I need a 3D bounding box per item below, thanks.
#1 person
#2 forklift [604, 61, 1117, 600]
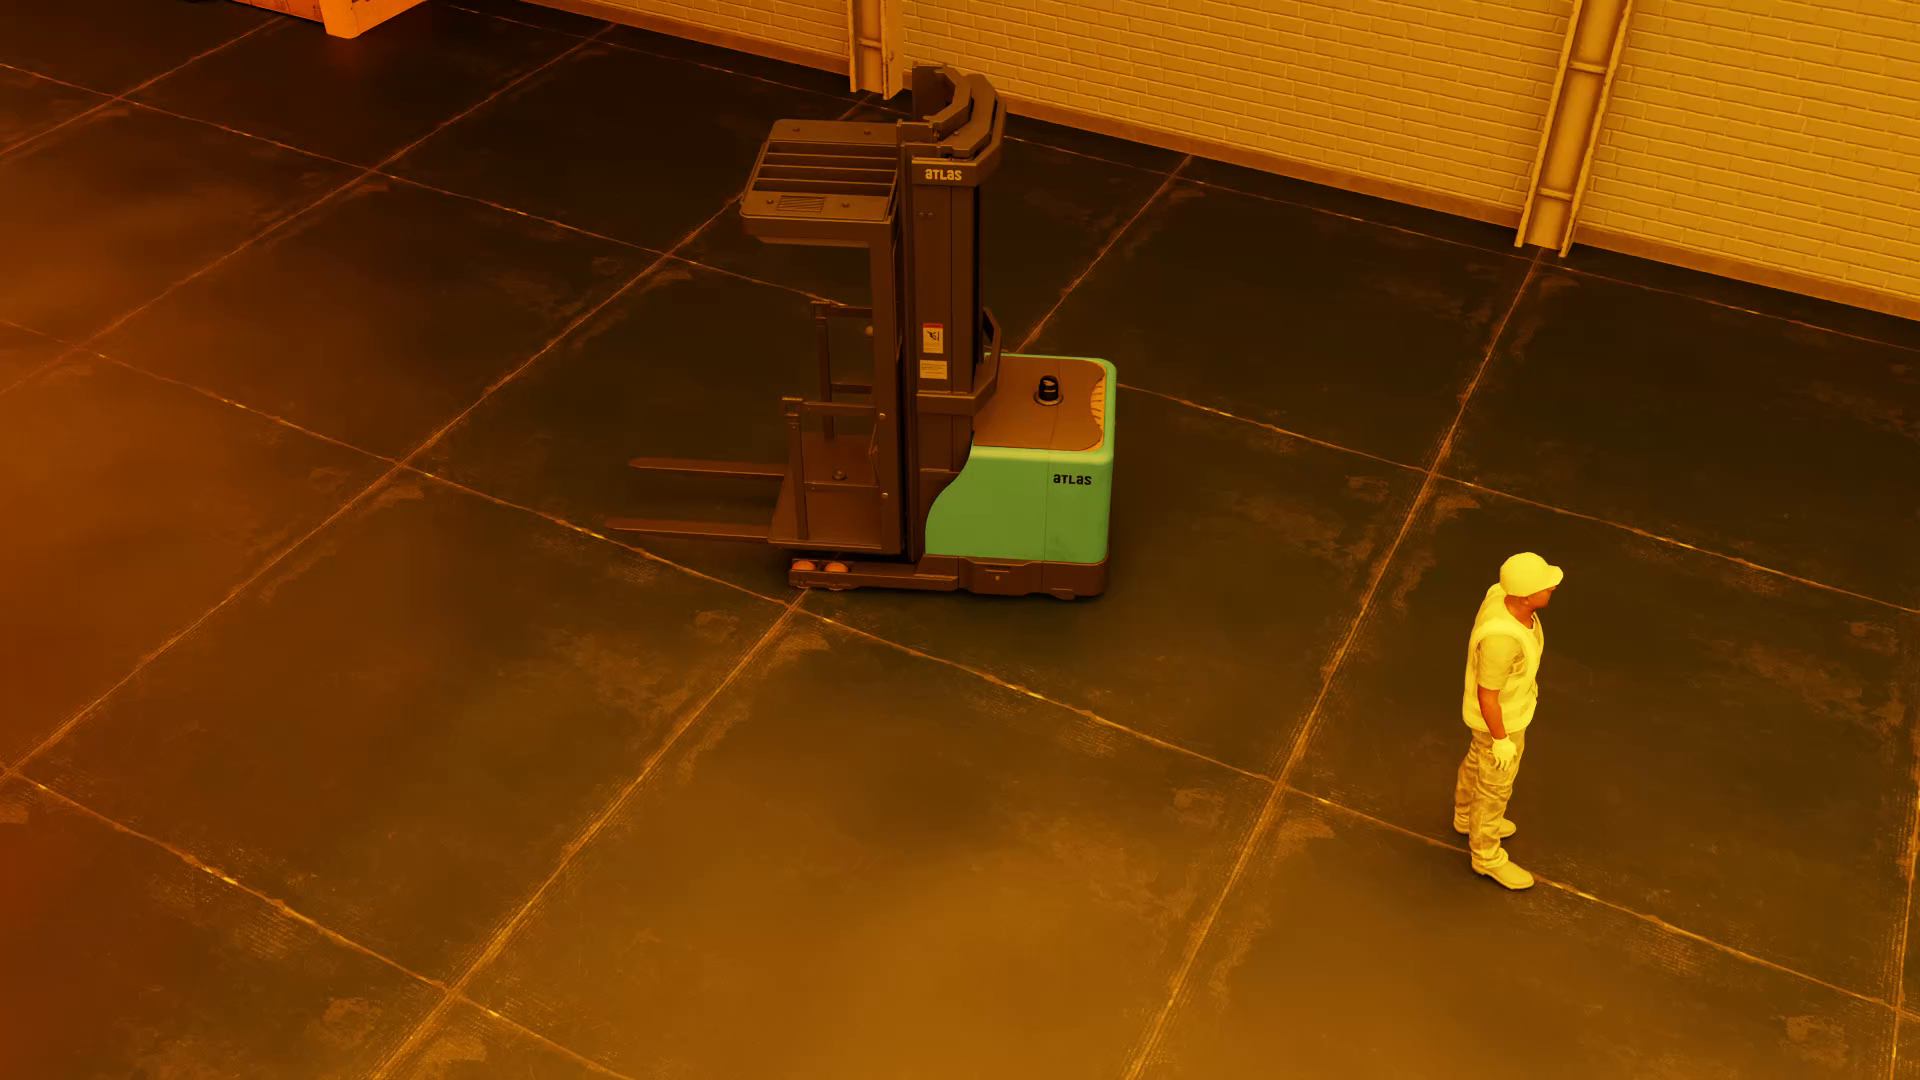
[{"bbox_3d":[2.641,0.813,7.901,0.577,1.782,0.657,13,42,15],"label":"person"},{"bbox_3d":[-0.606,-1.157,9.360,3.031,2.935,1.130,3,40,4],"label":"forklift"}]
